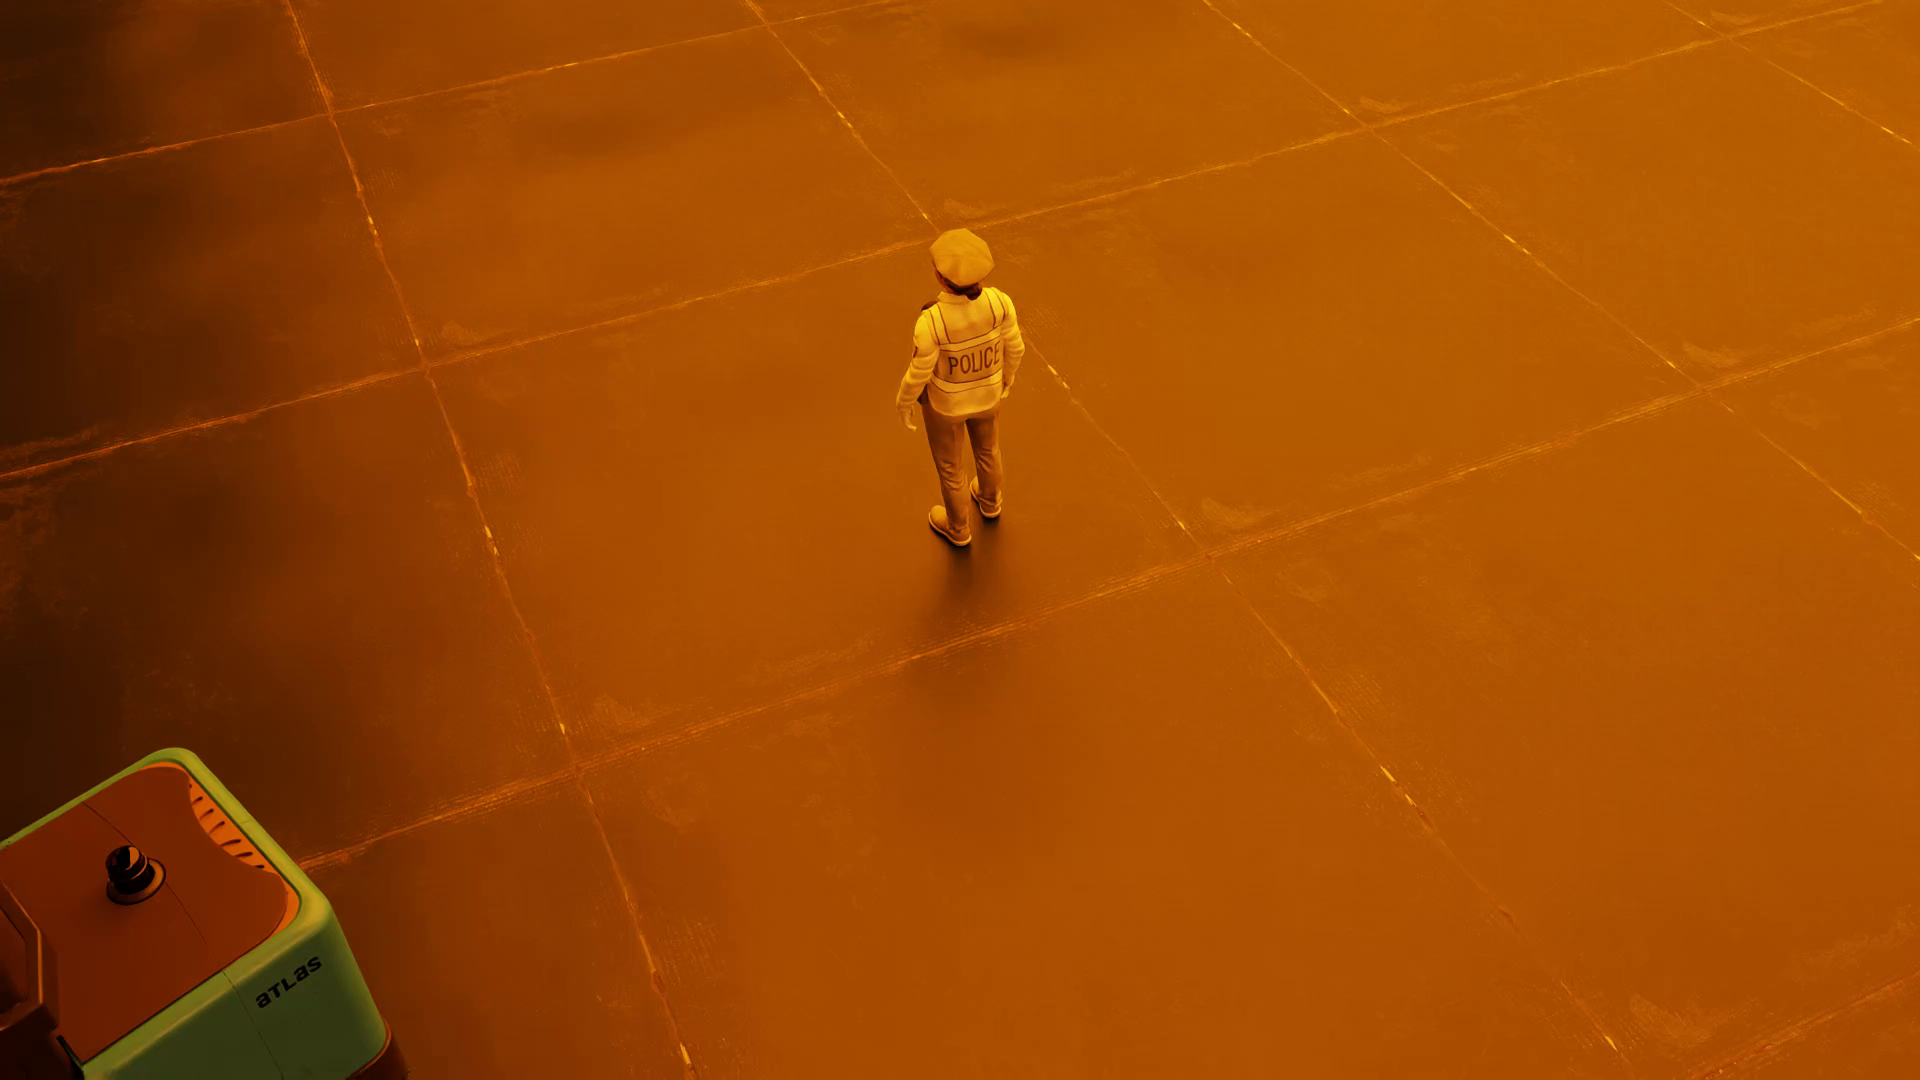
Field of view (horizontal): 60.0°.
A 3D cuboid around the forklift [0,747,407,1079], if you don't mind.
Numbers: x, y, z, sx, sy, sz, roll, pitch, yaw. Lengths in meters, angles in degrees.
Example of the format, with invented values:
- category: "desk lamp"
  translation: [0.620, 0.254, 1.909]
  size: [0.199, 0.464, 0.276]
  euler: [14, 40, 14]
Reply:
- category: "forklift"
  translation: [-3.292, 1.333, 4.252]
  size: [1.130, 2.935, 3.031]
  euler: [33, 52, 30]

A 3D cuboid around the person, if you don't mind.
- category: "person"
  translation: [-0.023, -0.669, 7.293]
  size: [0.587, 1.695, 0.531]
  euler: [-18, 46, -18]
